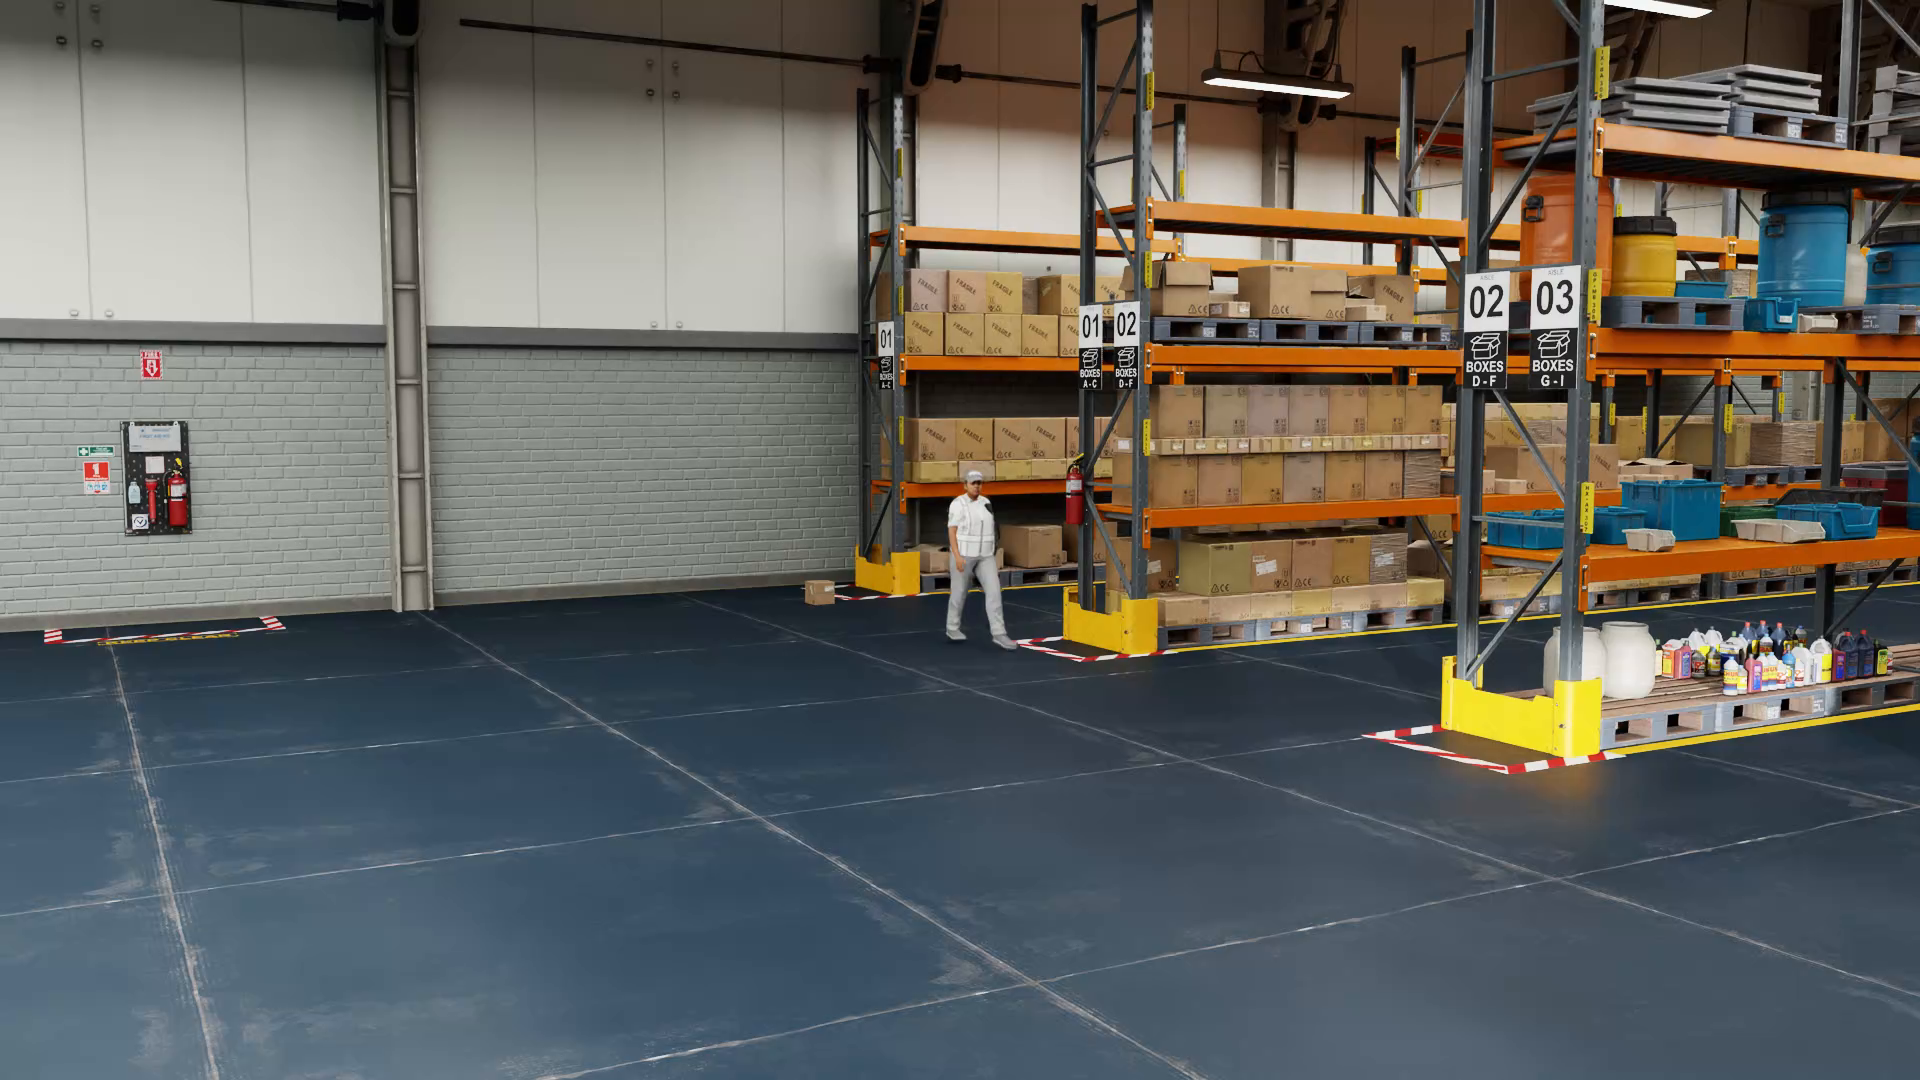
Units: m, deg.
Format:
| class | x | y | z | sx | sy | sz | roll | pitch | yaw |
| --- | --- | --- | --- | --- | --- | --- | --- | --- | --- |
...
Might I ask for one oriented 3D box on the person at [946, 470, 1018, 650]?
| class | x | y | z | sx | sy | sz | roll | pitch | yaw |
| --- | --- | --- | --- | --- | --- | --- | --- | --- | --- |
| person | 0.151 | 0.167 | 15.575 | 0.508 | 1.641 | 0.890 | -2 | 6 | -25 |
